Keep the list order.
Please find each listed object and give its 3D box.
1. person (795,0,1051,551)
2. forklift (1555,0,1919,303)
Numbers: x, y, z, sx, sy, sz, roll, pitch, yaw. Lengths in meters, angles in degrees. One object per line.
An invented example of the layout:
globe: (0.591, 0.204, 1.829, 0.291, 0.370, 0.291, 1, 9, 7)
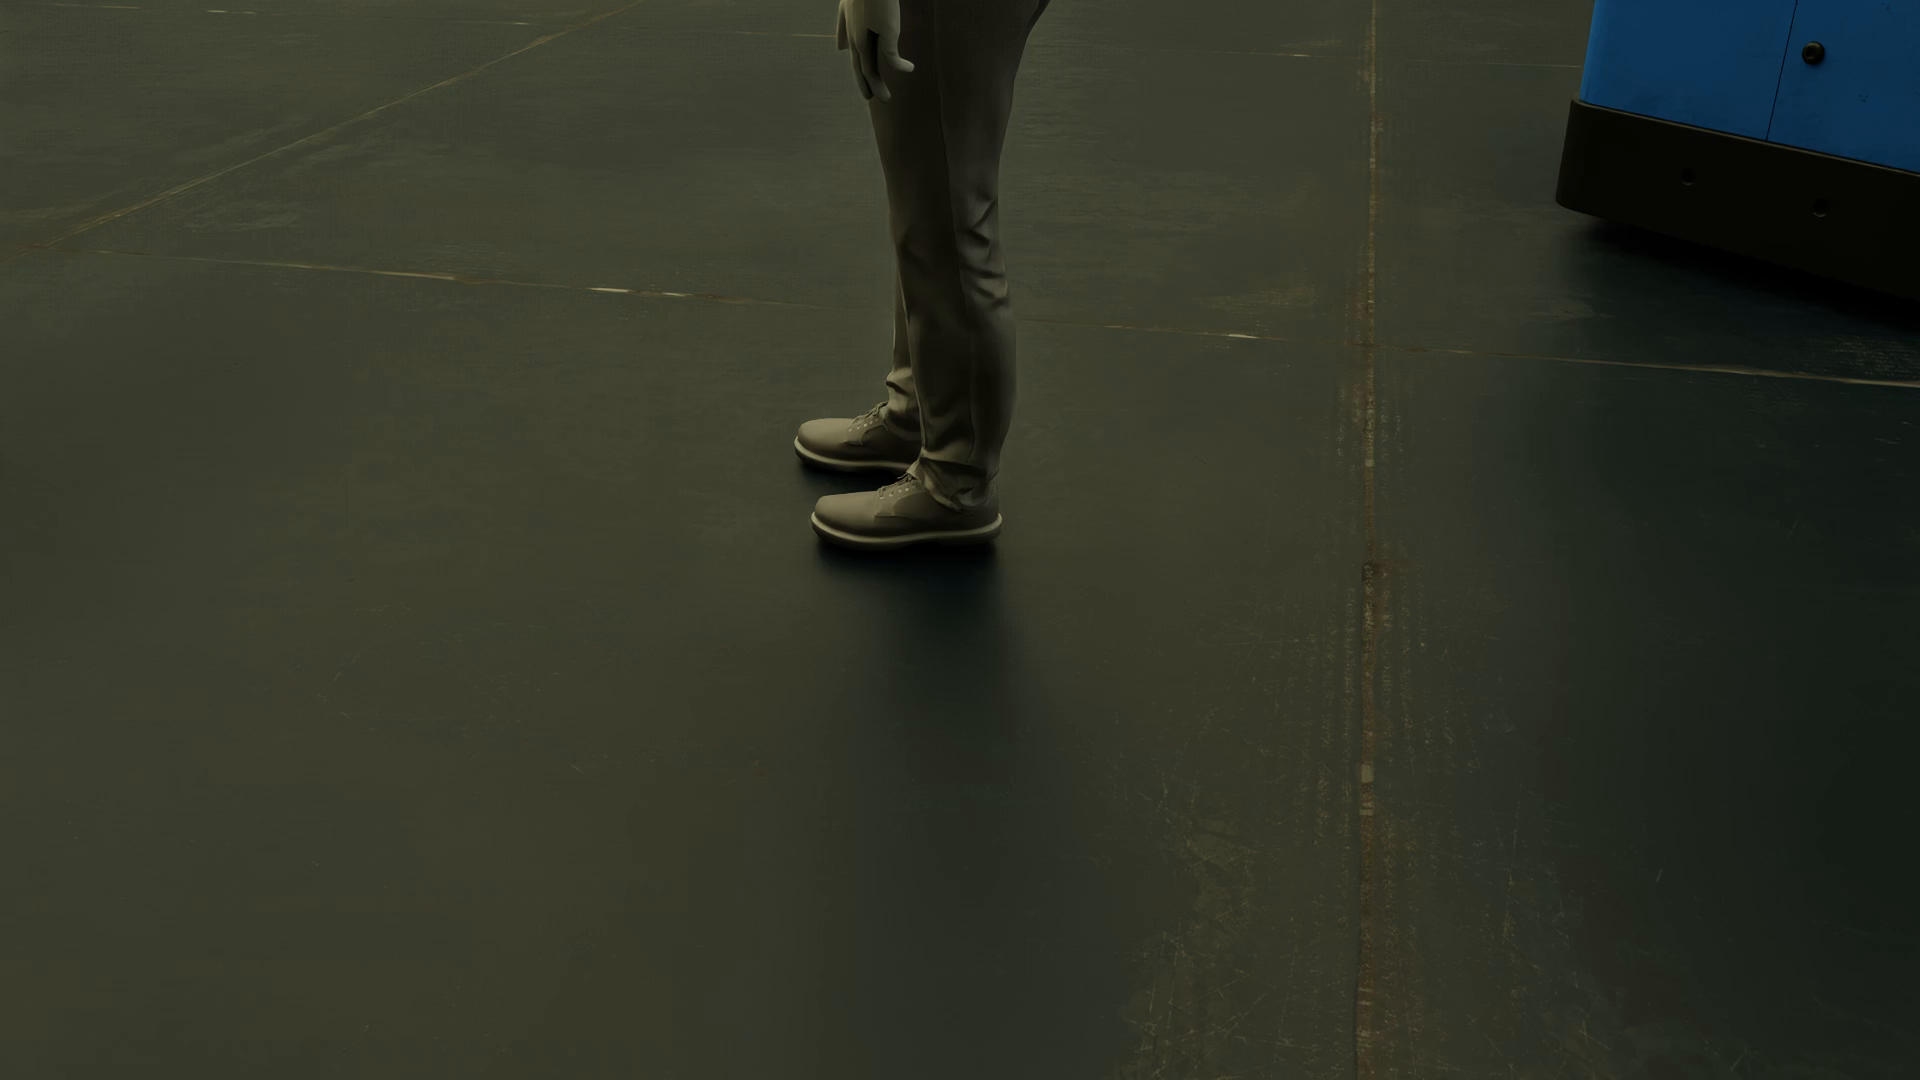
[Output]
person: (-0.066, -0.773, 2.135, 0.530, 1.694, 0.586, 6, 27, 11)
forklift: (2.905, -2.240, 3.687, 3.031, 2.935, 1.130, -17, 32, -31)
